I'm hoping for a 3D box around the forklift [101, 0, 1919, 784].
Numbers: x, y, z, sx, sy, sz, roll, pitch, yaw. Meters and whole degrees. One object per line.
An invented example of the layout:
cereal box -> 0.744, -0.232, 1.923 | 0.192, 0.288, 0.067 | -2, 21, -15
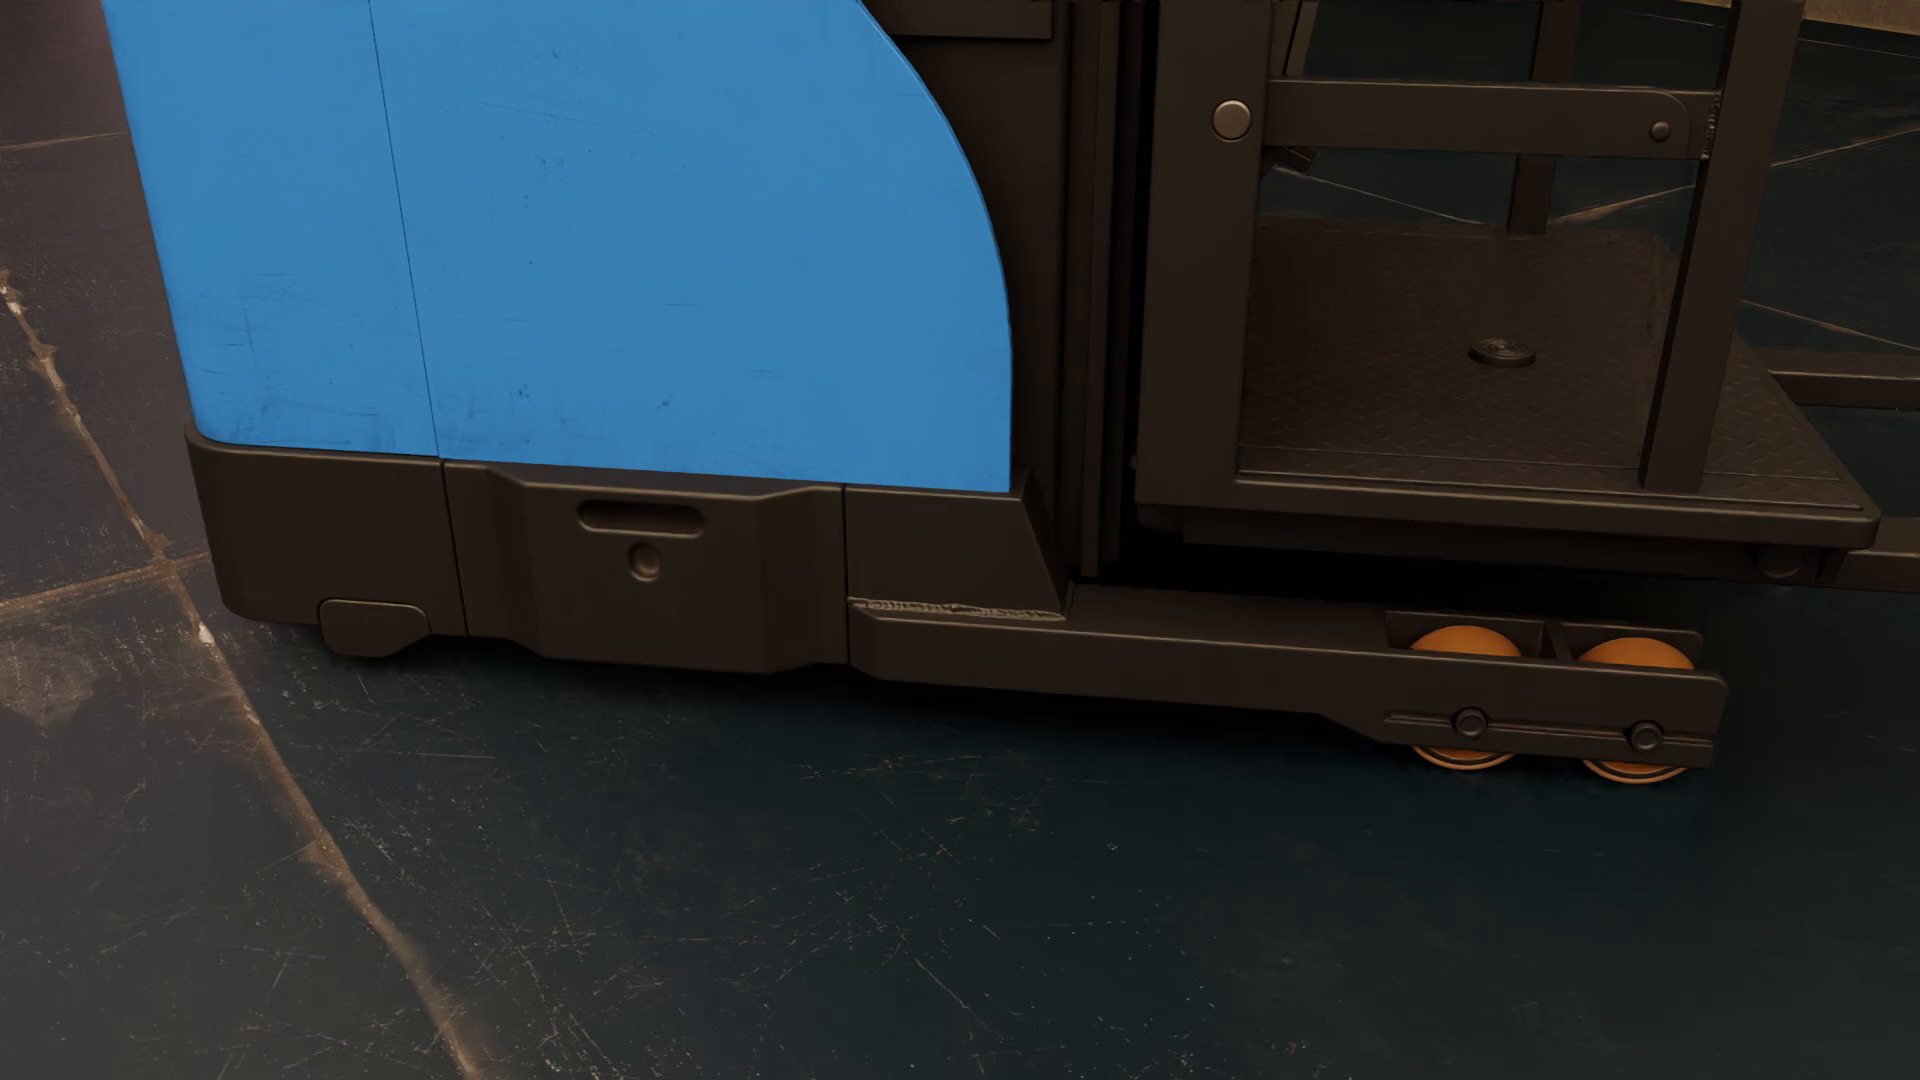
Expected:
forklift -> 0.579, -1.282, 1.787 | 3.031, 2.935, 1.130 | 4, 27, 7
